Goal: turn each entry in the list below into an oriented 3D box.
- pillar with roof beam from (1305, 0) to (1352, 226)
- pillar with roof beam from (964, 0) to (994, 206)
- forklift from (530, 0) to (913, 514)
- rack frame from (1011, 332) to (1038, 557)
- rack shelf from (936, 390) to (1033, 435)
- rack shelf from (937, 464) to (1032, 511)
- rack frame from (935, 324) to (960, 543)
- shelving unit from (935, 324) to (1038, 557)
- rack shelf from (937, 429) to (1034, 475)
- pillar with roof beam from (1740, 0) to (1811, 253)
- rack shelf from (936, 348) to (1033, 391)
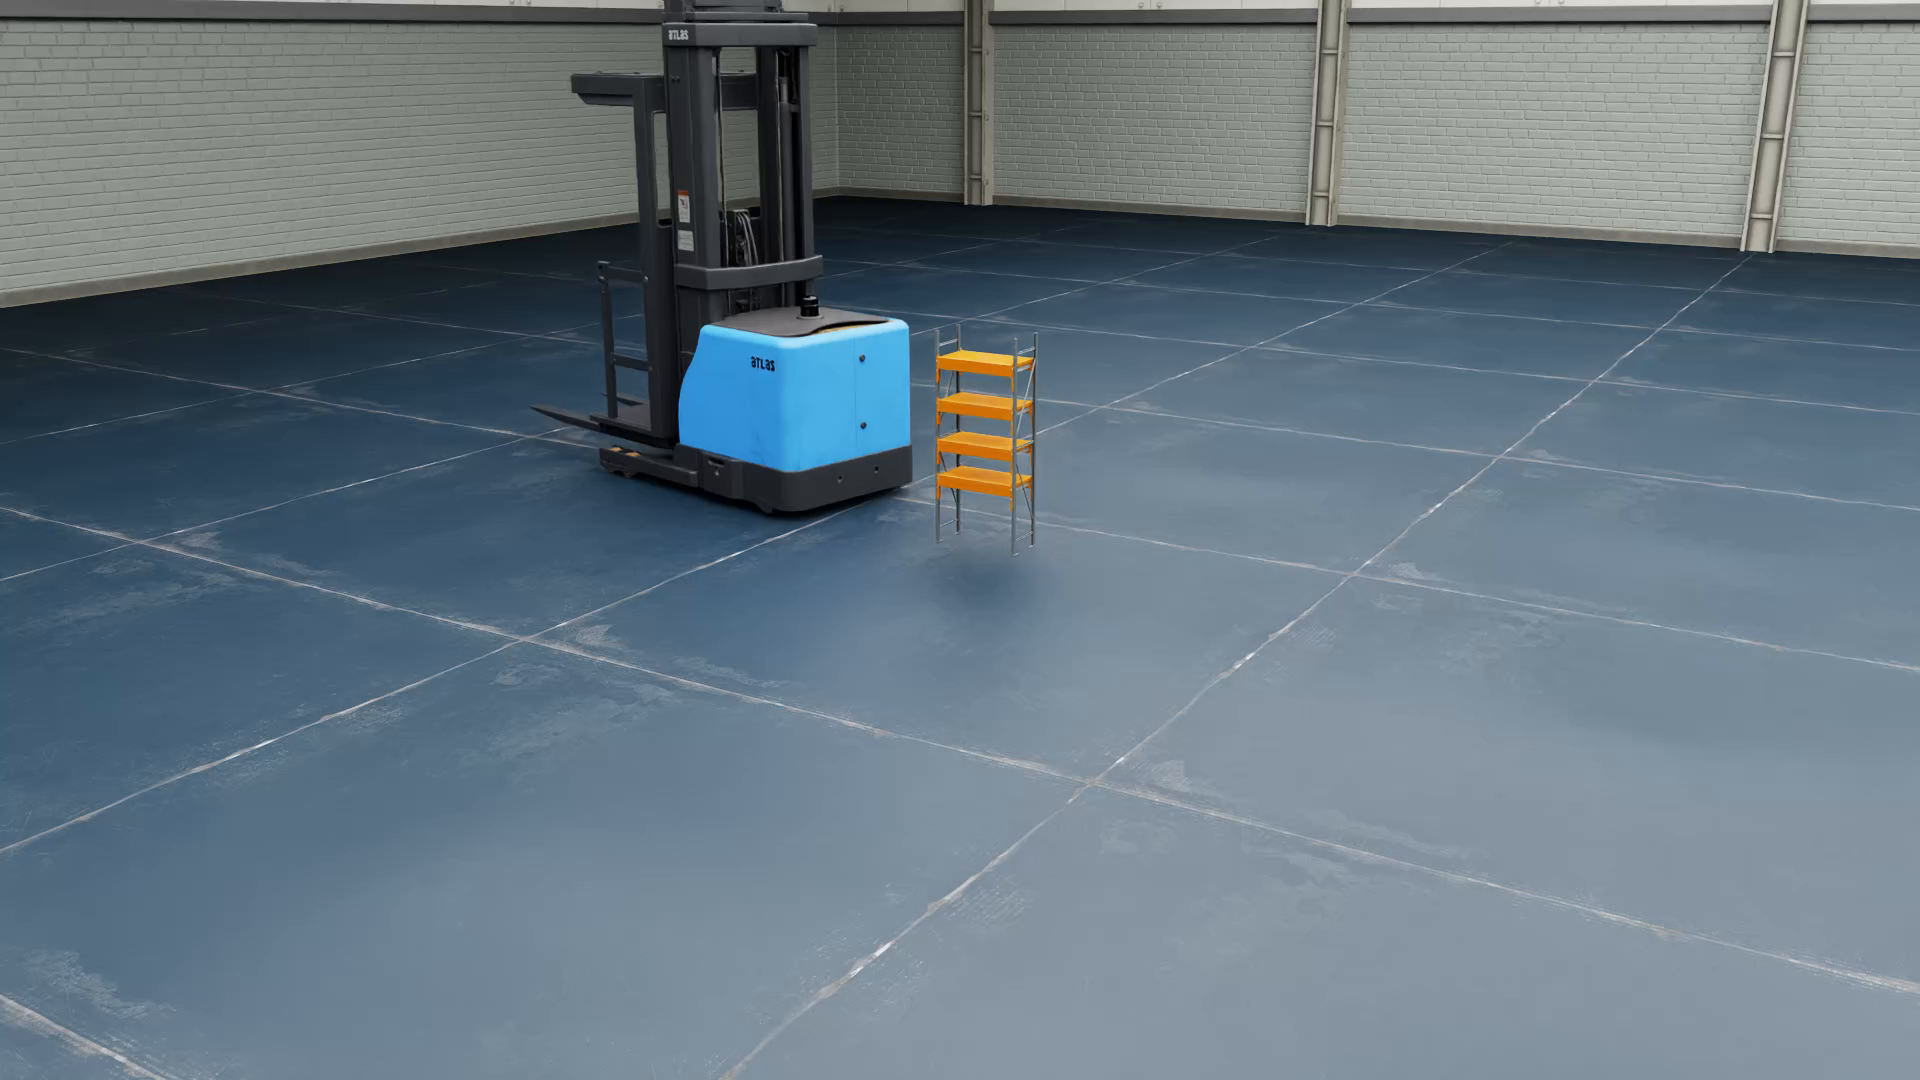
[{"bbox_3d":[3.174,-7.977,20.159,0.400,9.000,9.100,10,20,30],"label":"pillar with roof beam"},{"bbox_3d":[-1.938,-8.890,23.164,0.400,9.000,9.100,10,20,30],"label":"pillar with roof beam"},{"bbox_3d":[-1.707,-1.899,10.588,3.031,2.935,1.130,15,23,41],"label":"forklift"},{"bbox_3d":[0.349,-0.512,9.002,0.015,1.200,0.240,10,20,30],"label":"rack frame"},{"bbox_3d":[0.141,-0.699,9.078,0.480,0.148,0.258,10,20,30],"label":"rack shelf"},{"bbox_3d":[0.141,-0.295,9.201,0.480,0.148,0.258,10,20,30],"label":"rack shelf"},{"bbox_3d":[-0.067,-0.586,9.246,0.015,1.200,0.240,10,20,30],"label":"rack frame"},{"bbox_3d":[0.141,-0.549,9.124,0.503,1.200,0.258,10,20,30],"label":"shelving unit"},{"bbox_3d":[0.141,-0.485,9.143,0.480,0.148,0.258,10,20,30],"label":"rack shelf"},{"bbox_3d":[8.287,-7.064,17.155,0.400,9.000,9.100,10,20,30],"label":"pillar with roof beam"},{"bbox_3d":[0.141,-0.925,9.010,0.480,0.148,0.258,10,20,30],"label":"rack shelf"}]
